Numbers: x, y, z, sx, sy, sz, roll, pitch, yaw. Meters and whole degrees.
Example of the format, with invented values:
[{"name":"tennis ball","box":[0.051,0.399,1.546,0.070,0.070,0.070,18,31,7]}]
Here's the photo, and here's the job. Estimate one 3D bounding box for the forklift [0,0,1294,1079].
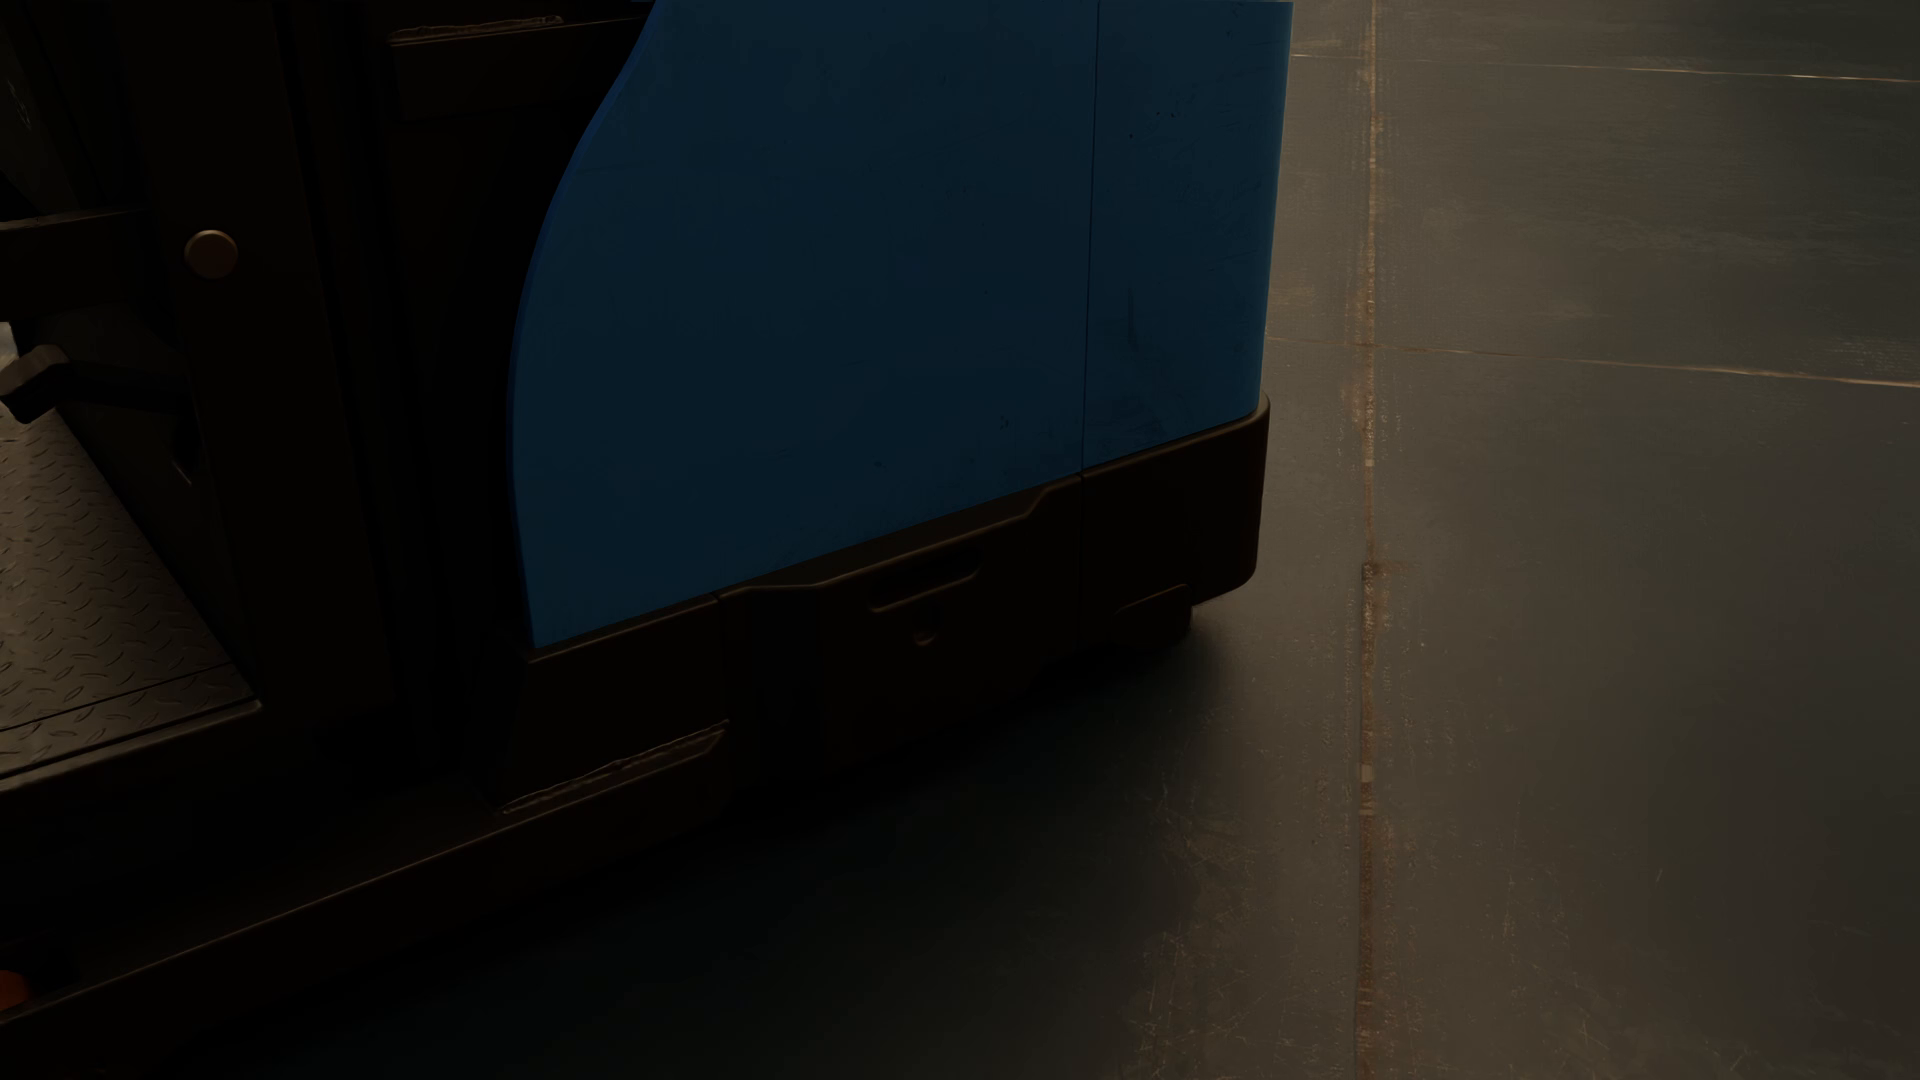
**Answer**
[{"name":"forklift","box":[-1.079,-0.986,1.200,3.031,2.935,1.130,-19,32,-32]}]
